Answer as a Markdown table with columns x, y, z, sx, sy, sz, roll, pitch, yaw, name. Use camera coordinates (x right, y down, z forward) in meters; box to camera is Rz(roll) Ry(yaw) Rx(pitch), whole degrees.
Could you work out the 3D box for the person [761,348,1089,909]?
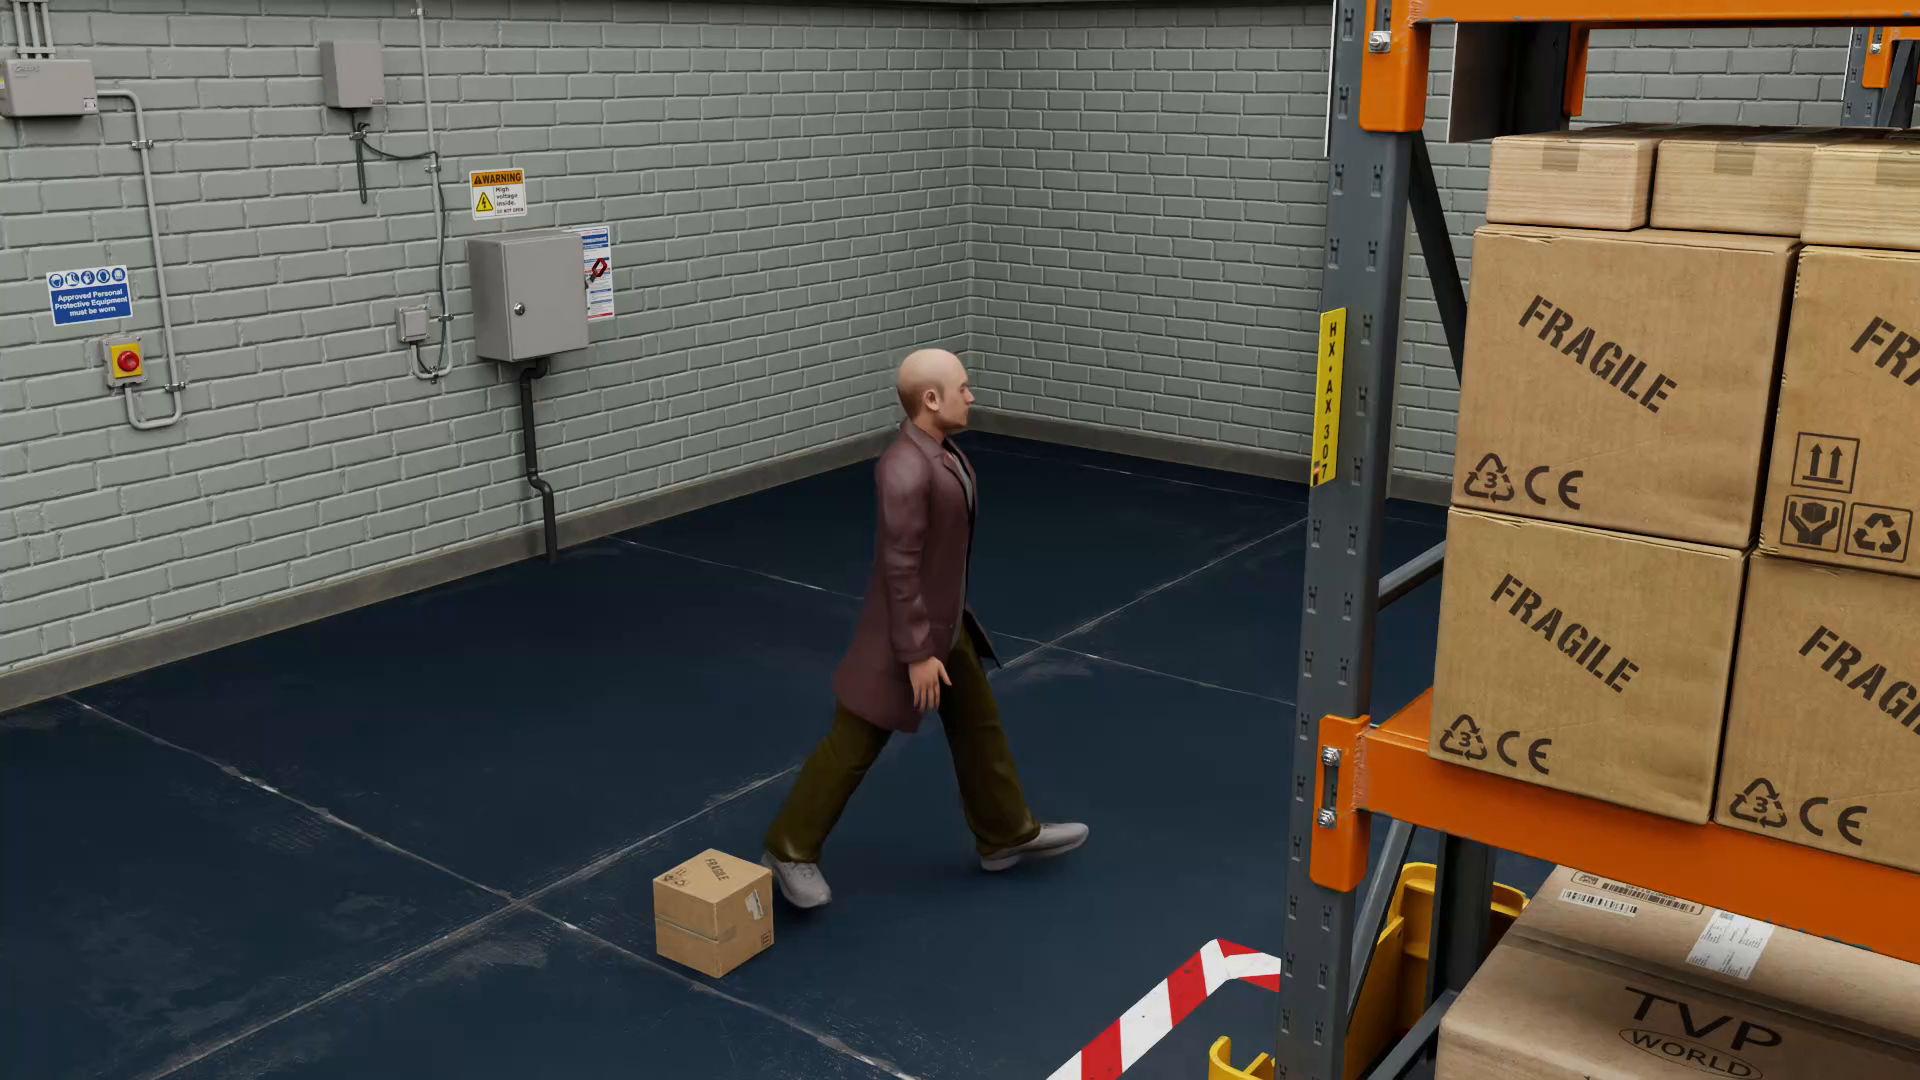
| x | y | z | sx | sy | sz | roll | pitch | yaw | name |
| --- | --- | --- | --- | --- | --- | --- | --- | --- | --- |
| -0.131 | 0.282 | 5.111 | 1.006 | 1.749 | 0.652 | 4 | 17 | 13 | person |
